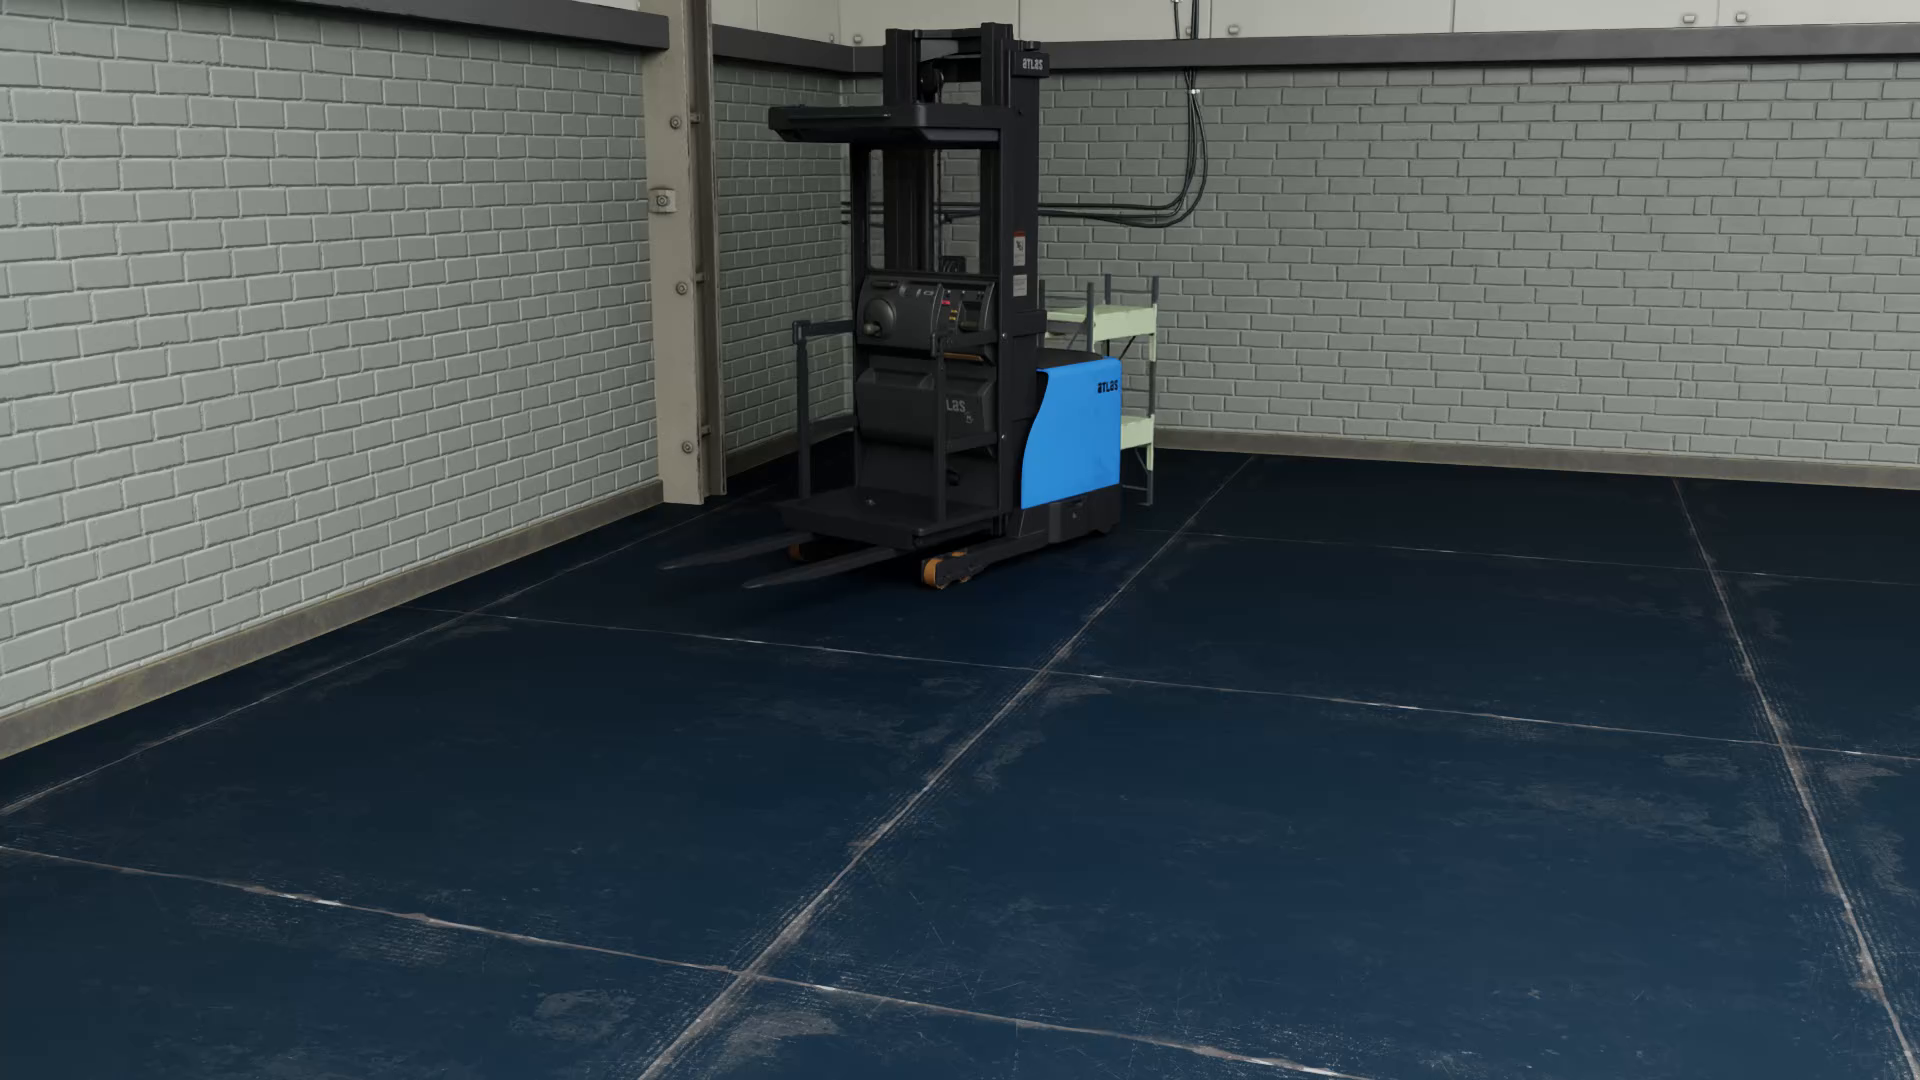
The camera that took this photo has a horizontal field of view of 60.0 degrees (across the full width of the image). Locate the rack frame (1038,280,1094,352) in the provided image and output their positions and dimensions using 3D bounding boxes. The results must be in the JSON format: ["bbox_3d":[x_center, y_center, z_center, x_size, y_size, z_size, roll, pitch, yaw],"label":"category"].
[{"bbox_3d":[0.652,-0.860,10.386,0.400,1.500,0.023,10,16,38],"label":"rack frame"}]

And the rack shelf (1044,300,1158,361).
[{"bbox_3d":[0.881,-1.304,10.577,0.431,0.370,0.720,10,16,38],"label":"rack shelf"}]

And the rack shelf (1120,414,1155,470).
[{"bbox_3d":[0.881,-0.606,10.737,0.431,0.370,0.720,10,16,38],"label":"rack shelf"}]

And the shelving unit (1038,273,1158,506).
[{"bbox_3d":[0.881,-0.924,10.664,0.431,1.500,0.755,10,16,38],"label":"shelving unit"}]

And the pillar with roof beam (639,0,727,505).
[{"bbox_3d":[2.272,-4.363,8.881,9.100,9.000,0.400,4,14,18],"label":"pillar with roof beam"}]

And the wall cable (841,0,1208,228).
[{"bbox_3d":[0.403,-3.684,12.885,3.097,2.526,0.112,4,14,18],"label":"wall cable"}]

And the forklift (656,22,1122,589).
[{"bbox_3d":[-0.327,-1.292,9.060,1.130,2.935,3.031,10,16,38],"label":"forklift"}]

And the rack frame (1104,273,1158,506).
[{"bbox_3d":[1.110,-0.987,10.942,0.400,1.500,0.023,10,16,38],"label":"rack frame"}]
